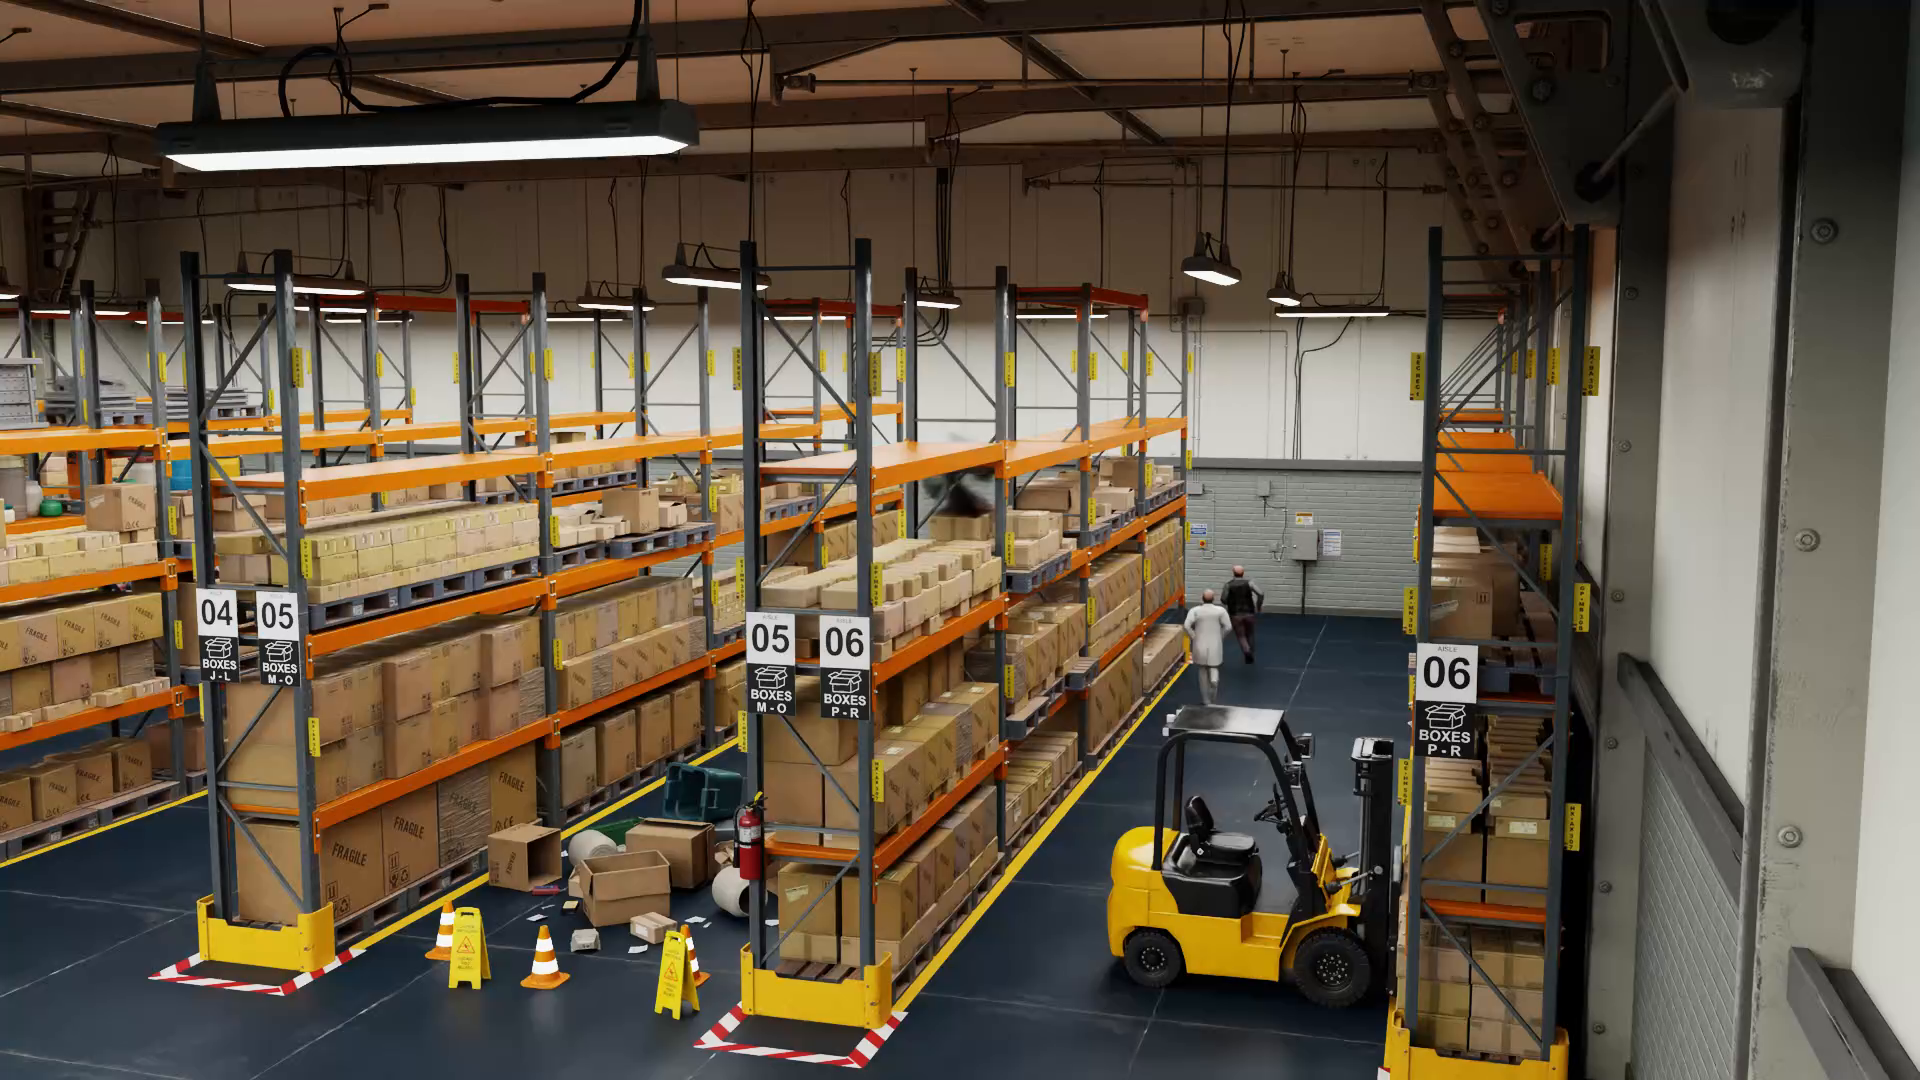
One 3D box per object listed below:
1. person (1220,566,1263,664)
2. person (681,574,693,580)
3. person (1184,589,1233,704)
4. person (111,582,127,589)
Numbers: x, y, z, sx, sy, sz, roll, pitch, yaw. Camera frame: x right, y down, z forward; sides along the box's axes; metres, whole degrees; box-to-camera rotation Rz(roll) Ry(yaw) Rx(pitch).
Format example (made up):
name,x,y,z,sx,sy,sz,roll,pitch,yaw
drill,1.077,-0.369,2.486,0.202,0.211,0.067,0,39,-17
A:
name,x,y,z,sx,sy,sz,roll,pitch,yaw
person,4.646,1.274,27.515,0.704,1.705,0.799,0,6,1
person,-4.232,1.393,25.923,0.681,1.770,0.993,1,6,10
person,3.644,1.673,24.457,0.710,1.543,0.678,1,6,6
person,-14.760,1.032,29.250,0.651,1.760,0.644,0,6,2
